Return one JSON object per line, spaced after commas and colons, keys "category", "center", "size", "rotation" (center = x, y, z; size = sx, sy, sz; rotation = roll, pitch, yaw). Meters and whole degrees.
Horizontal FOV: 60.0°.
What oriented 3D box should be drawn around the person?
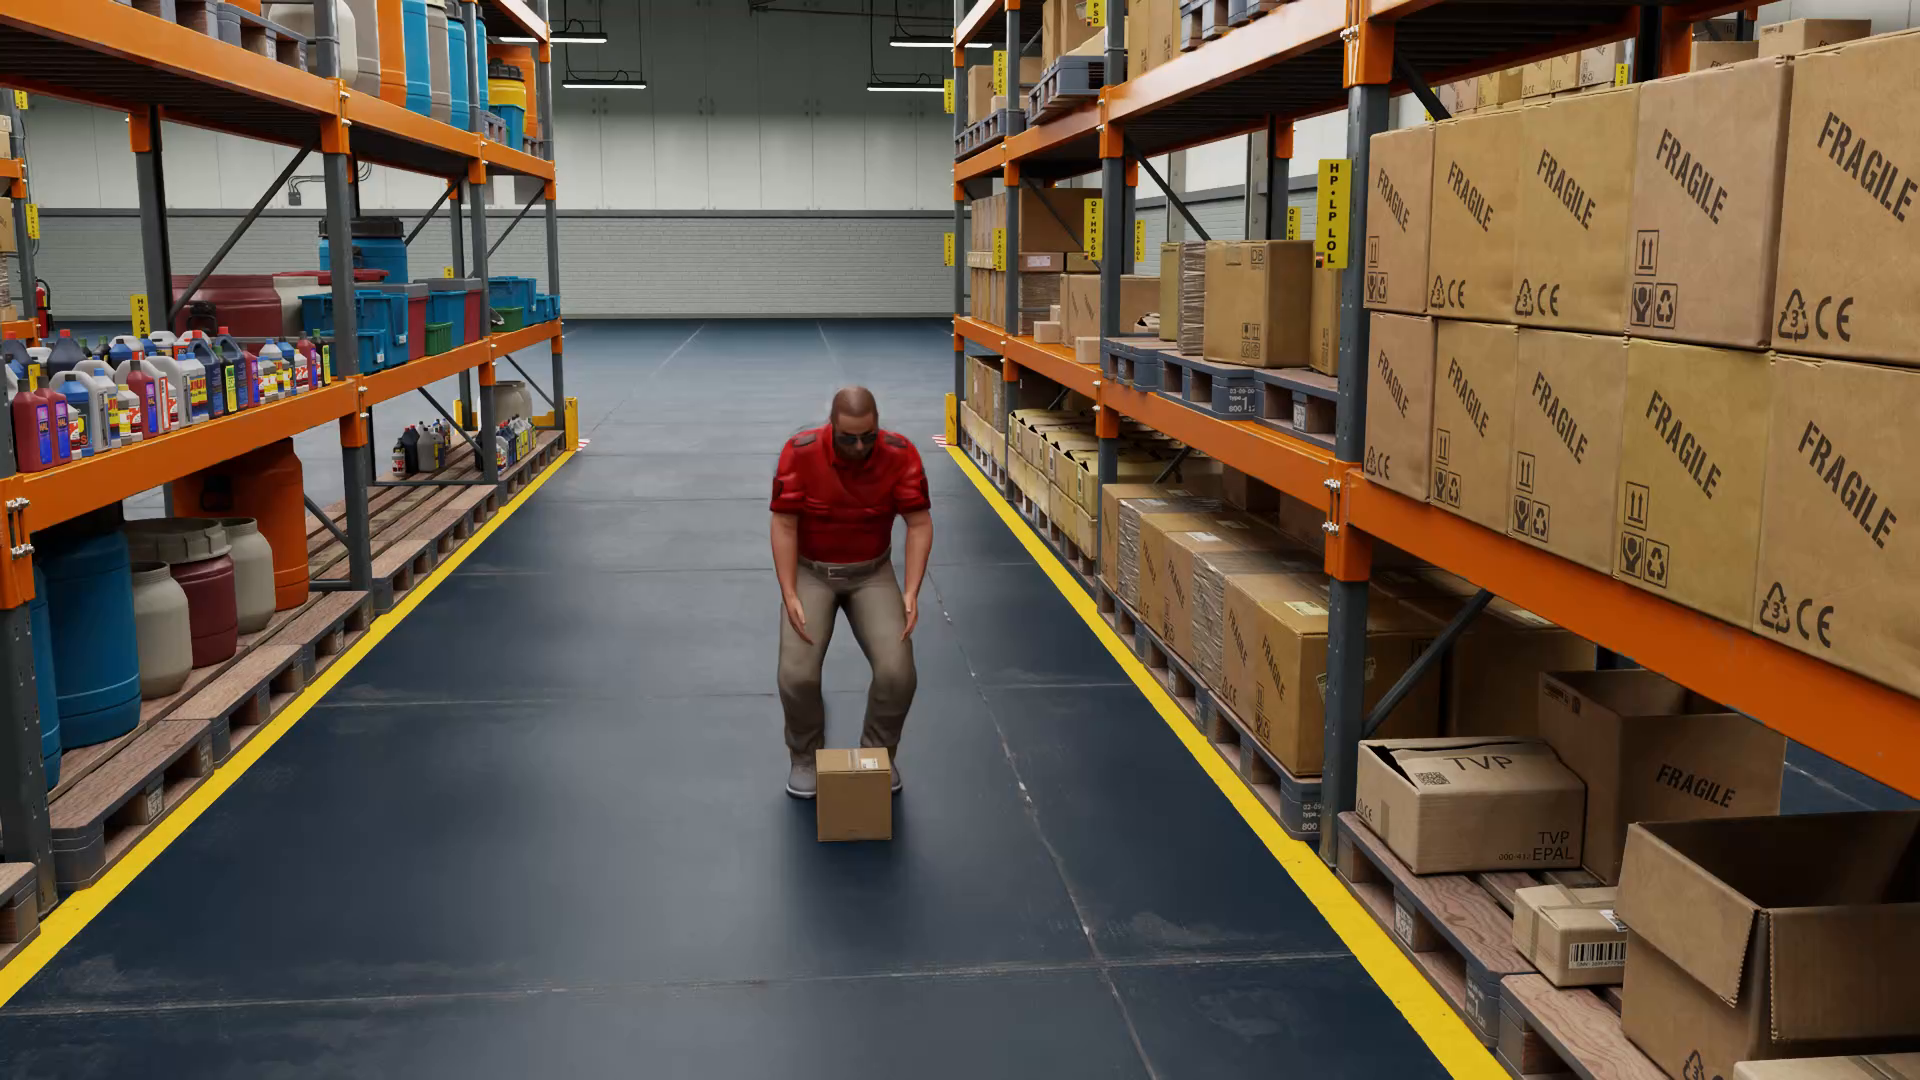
{"category": "person", "center": [-0.395, 0.176, 6.080], "size": [0.586, 1.520, 0.621], "rotation": [-1, 10, -6]}
